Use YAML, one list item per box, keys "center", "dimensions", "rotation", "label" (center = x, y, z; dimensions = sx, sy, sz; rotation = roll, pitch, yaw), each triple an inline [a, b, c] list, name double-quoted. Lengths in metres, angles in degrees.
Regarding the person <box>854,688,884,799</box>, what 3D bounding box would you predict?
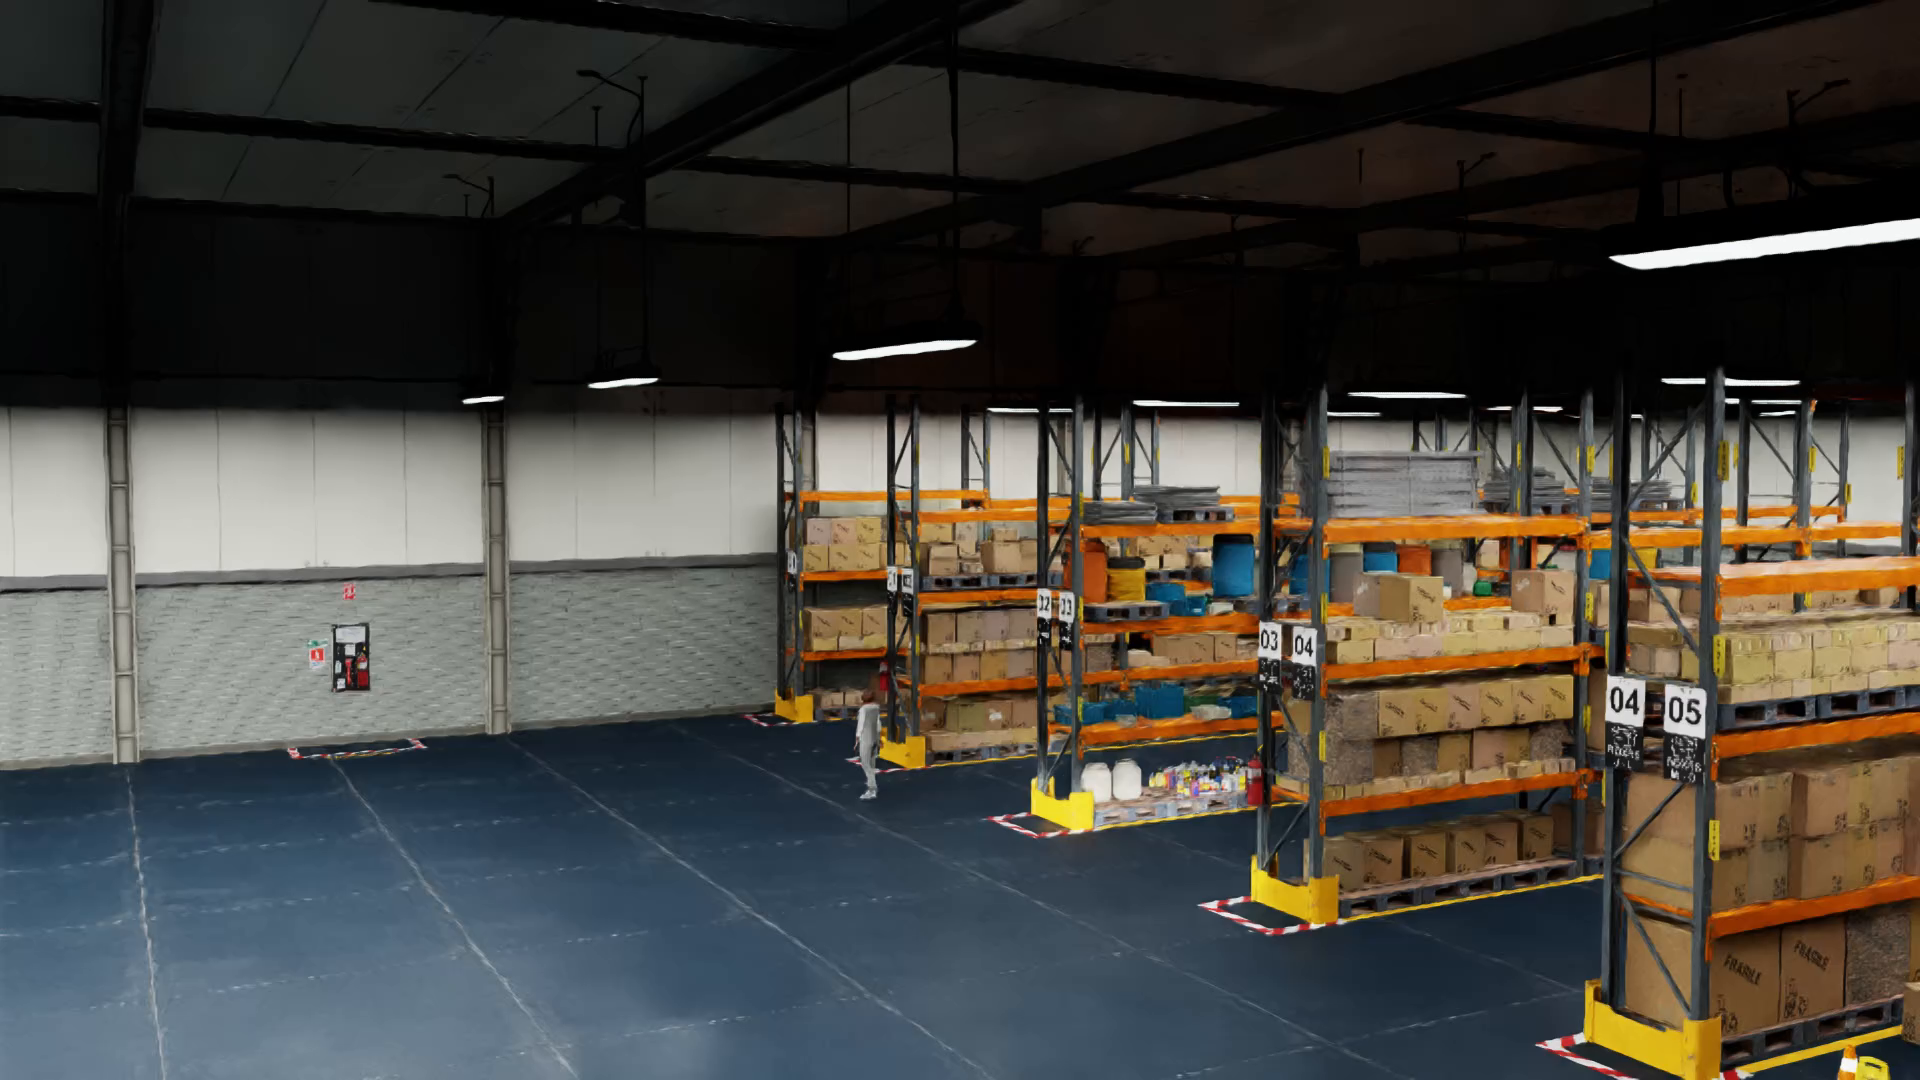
- center: [-1.351, 2.990, 24.504]
  dimensions: [0.437, 1.594, 0.602]
  rotation: [2, 4, 36]
  label: "person"
